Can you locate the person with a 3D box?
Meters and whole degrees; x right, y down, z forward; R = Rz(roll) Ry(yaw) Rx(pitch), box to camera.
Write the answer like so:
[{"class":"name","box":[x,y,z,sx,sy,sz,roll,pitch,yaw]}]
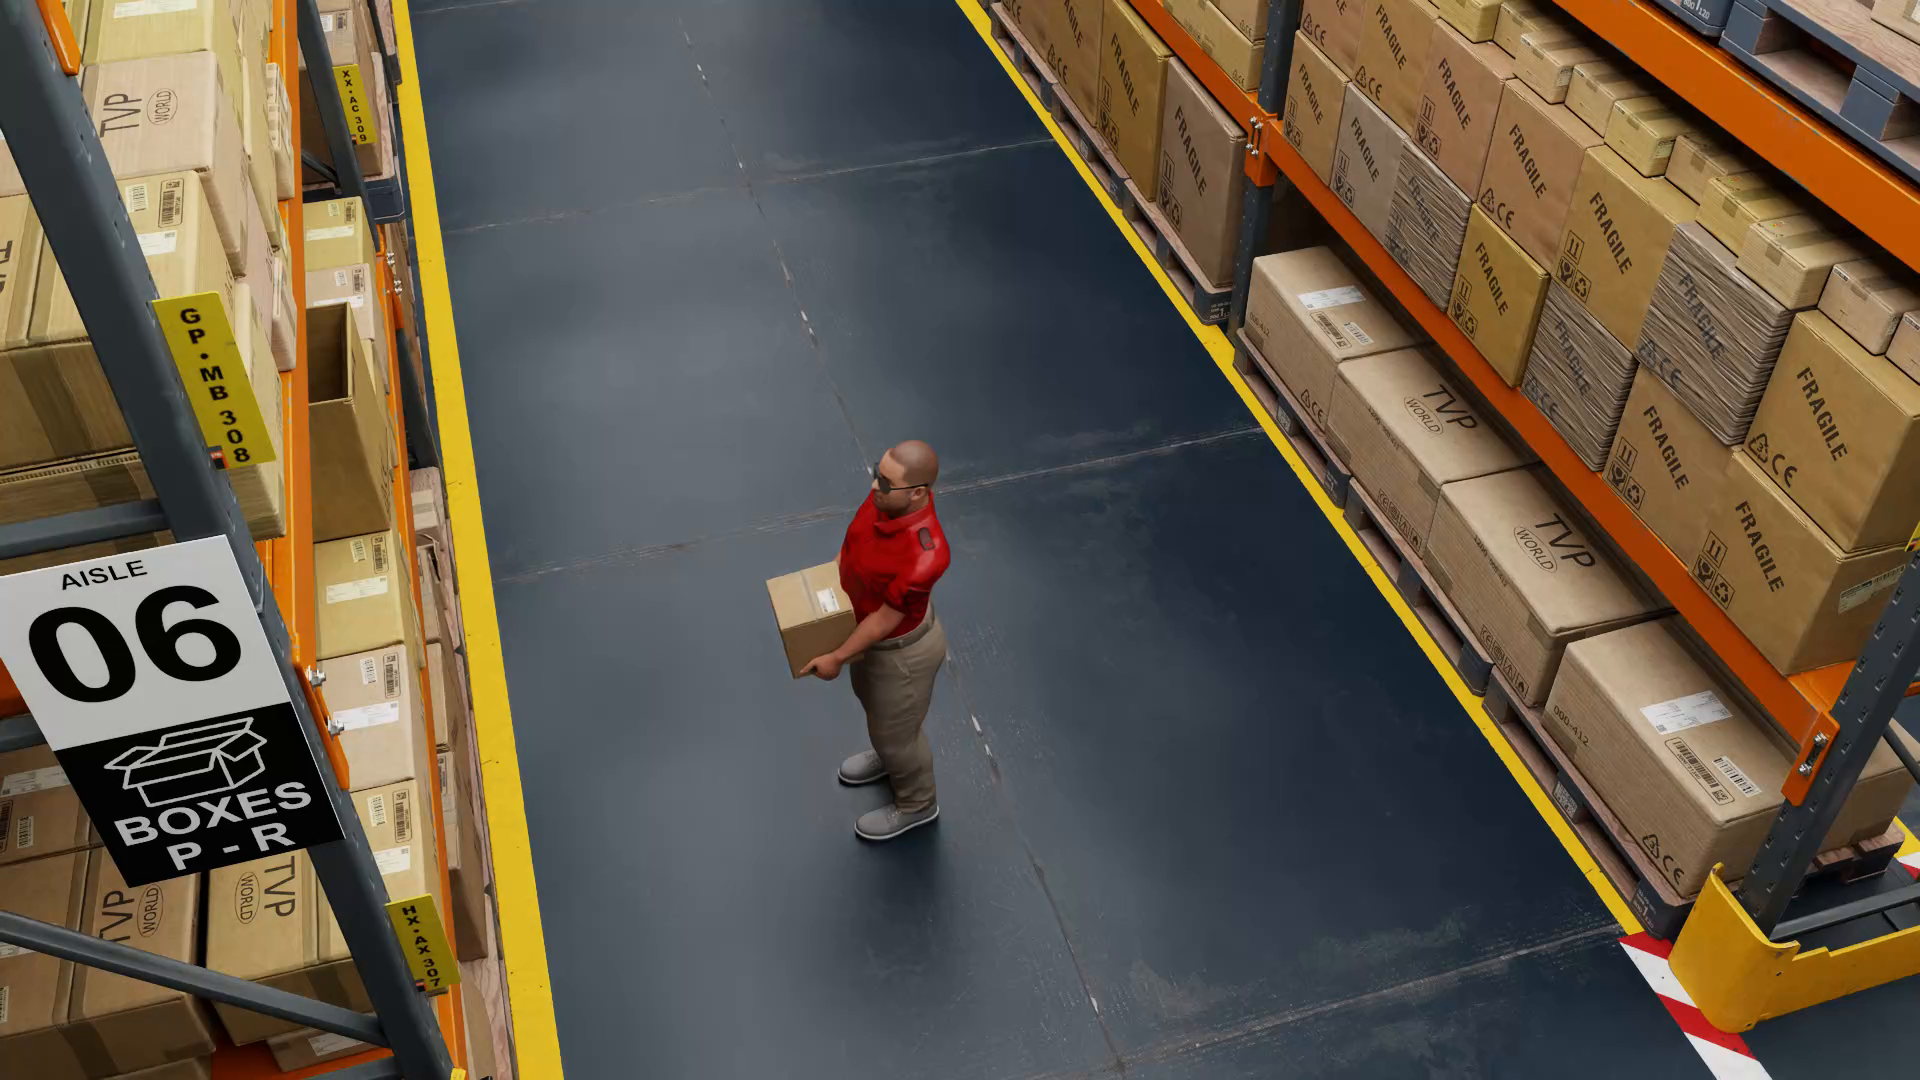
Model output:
[{"class":"person","box":[-0.317,0.366,5.775,0.531,1.713,0.494,-11,43,-12]}]
